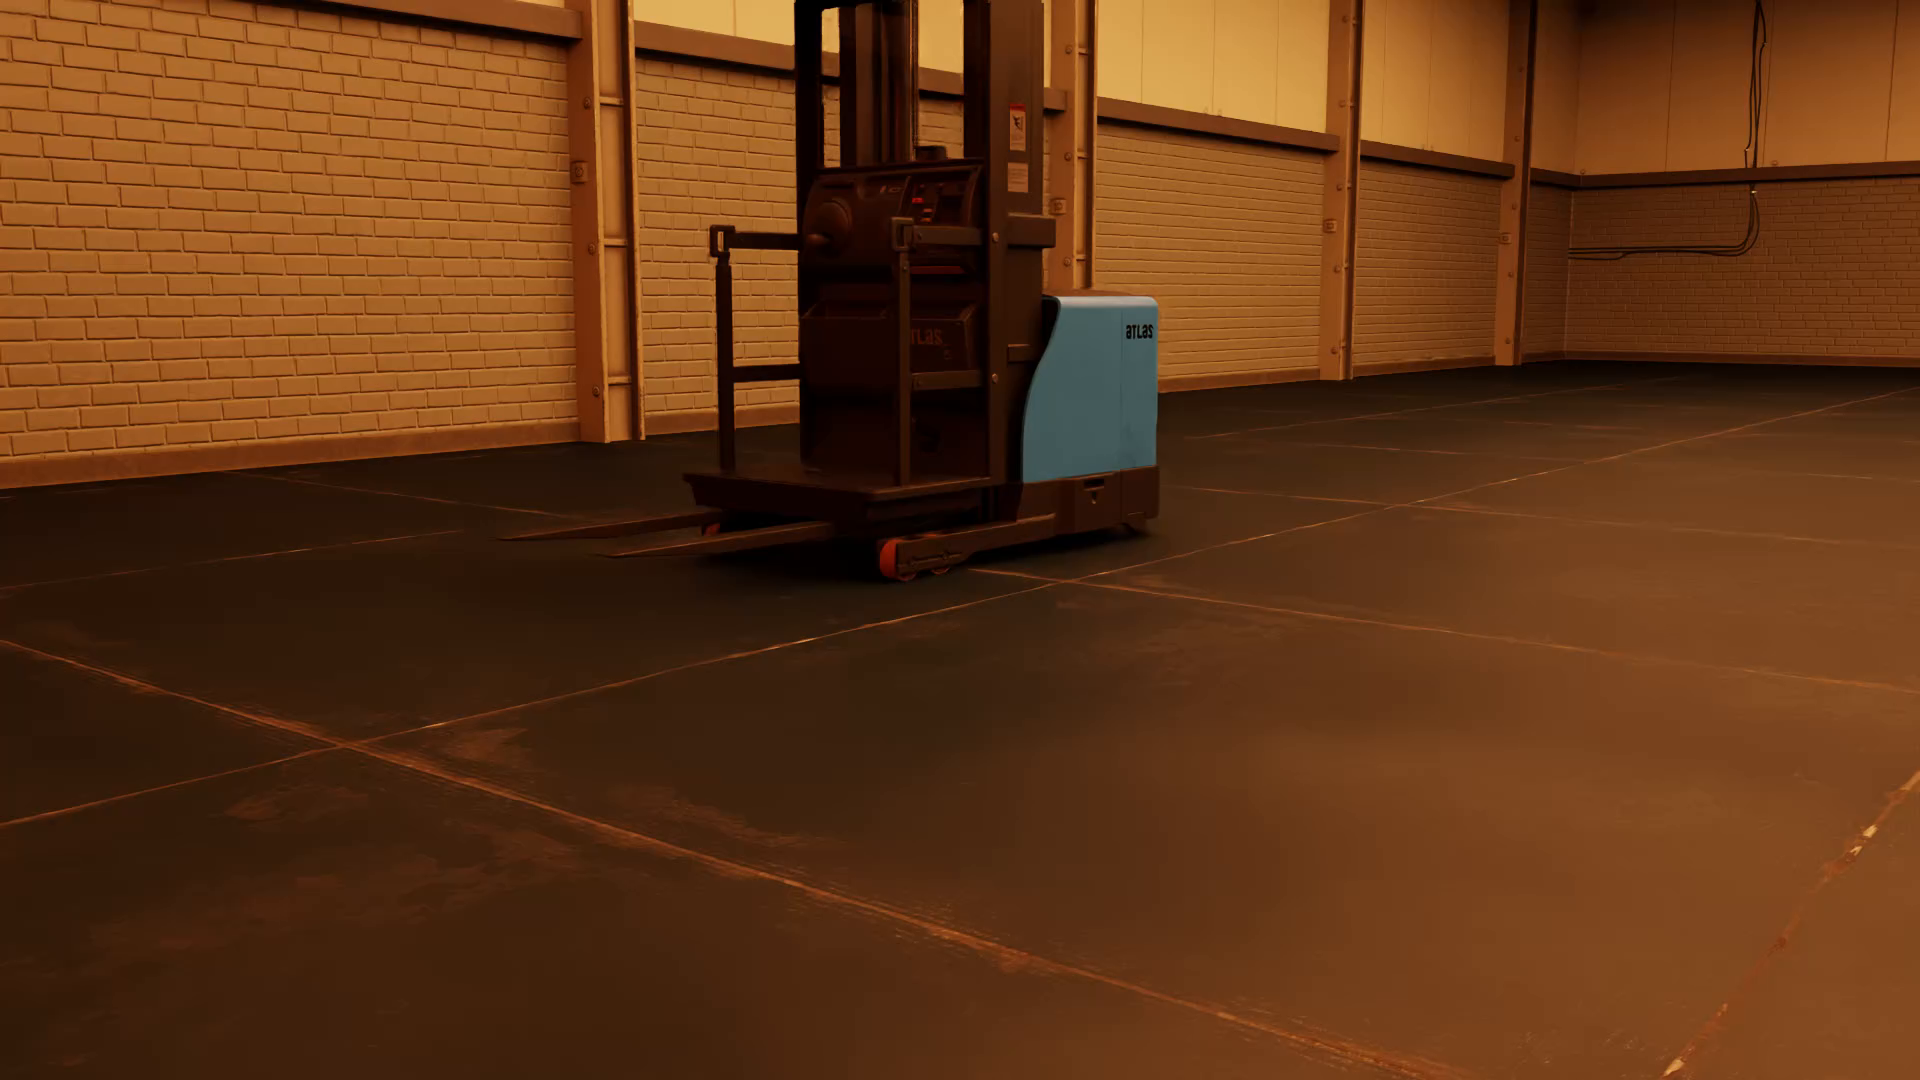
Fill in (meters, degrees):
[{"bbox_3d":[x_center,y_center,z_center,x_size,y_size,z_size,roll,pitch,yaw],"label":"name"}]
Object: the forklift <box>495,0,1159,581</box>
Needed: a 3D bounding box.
[{"bbox_3d":[-0.424,-1.373,6.668,1.130,2.935,3.031,7,11,40],"label":"forklift"}]
